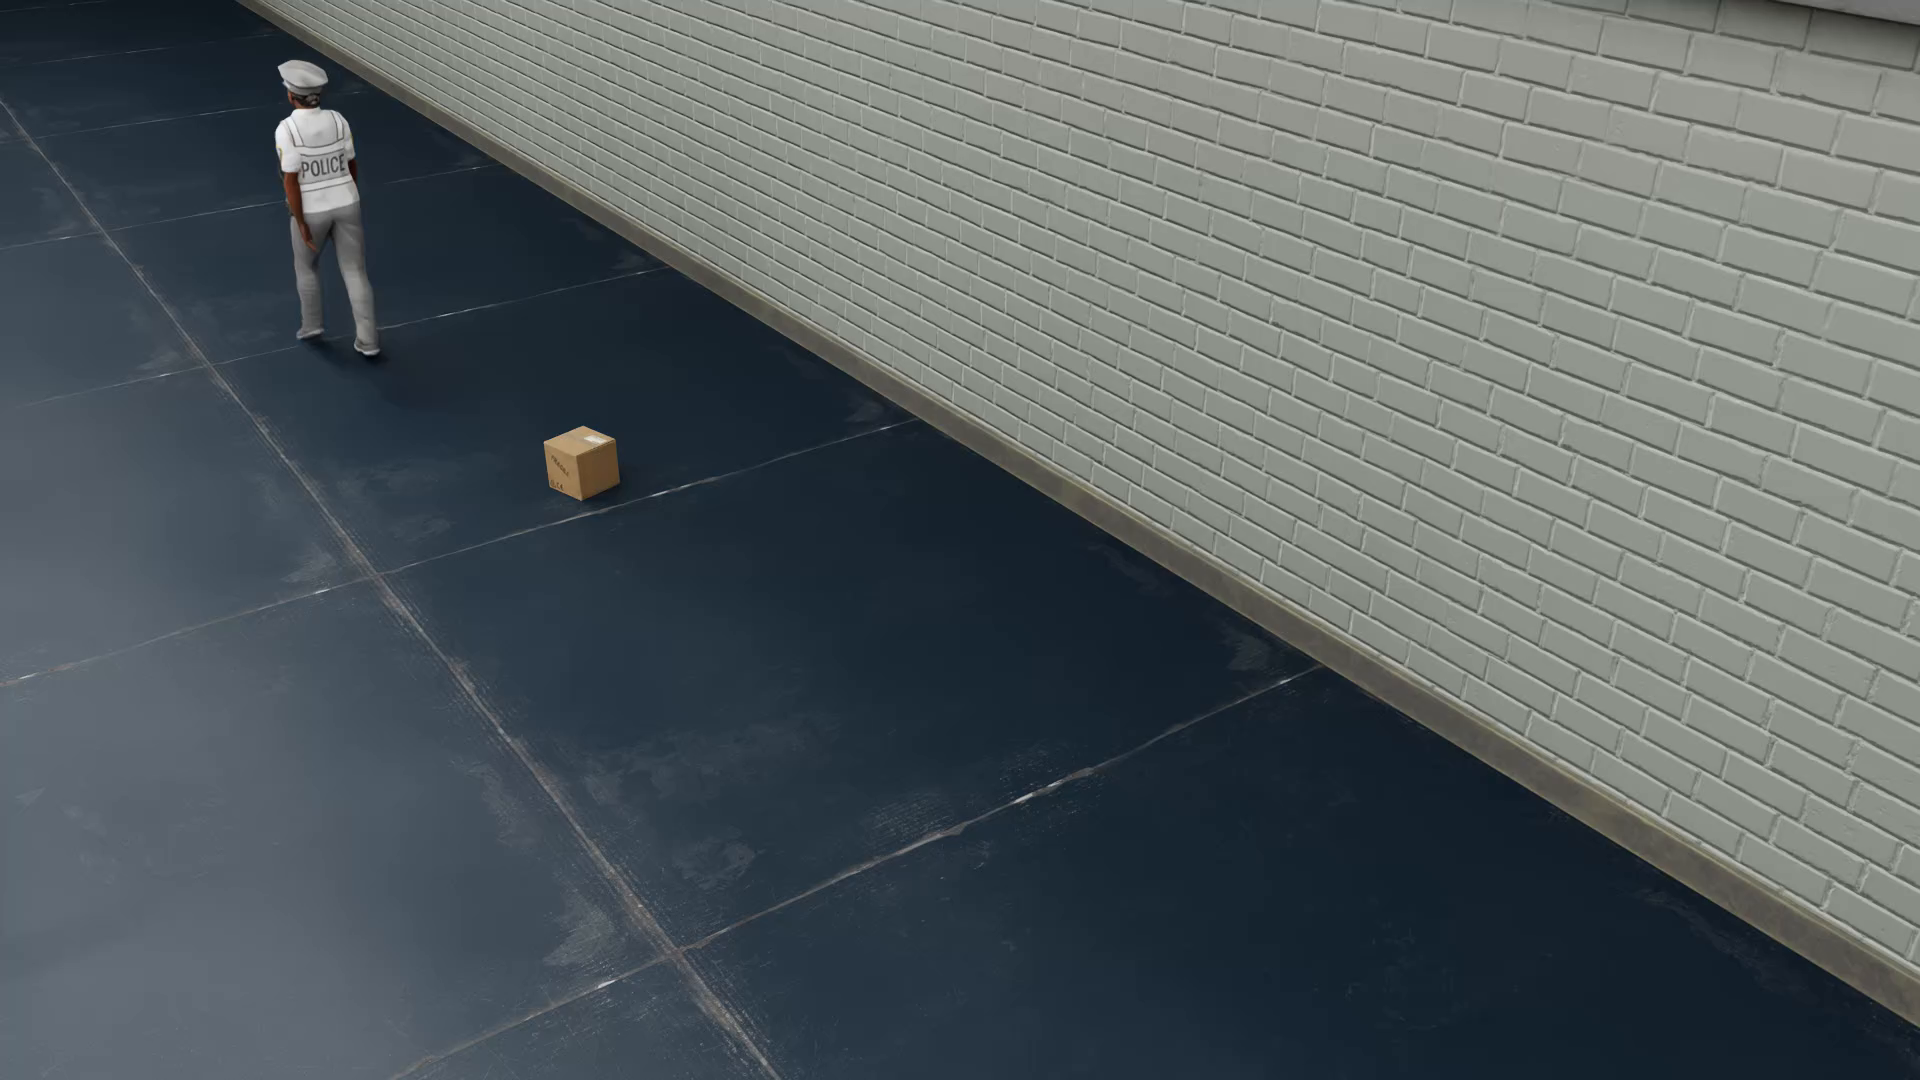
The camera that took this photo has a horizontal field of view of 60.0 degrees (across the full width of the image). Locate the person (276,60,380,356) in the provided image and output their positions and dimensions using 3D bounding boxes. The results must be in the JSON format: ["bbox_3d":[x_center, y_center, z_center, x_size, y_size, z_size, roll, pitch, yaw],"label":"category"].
[{"bbox_3d":[-3.663,-1.897,9.557,0.464,1.708,0.781,-21,35,-33],"label":"person"}]
